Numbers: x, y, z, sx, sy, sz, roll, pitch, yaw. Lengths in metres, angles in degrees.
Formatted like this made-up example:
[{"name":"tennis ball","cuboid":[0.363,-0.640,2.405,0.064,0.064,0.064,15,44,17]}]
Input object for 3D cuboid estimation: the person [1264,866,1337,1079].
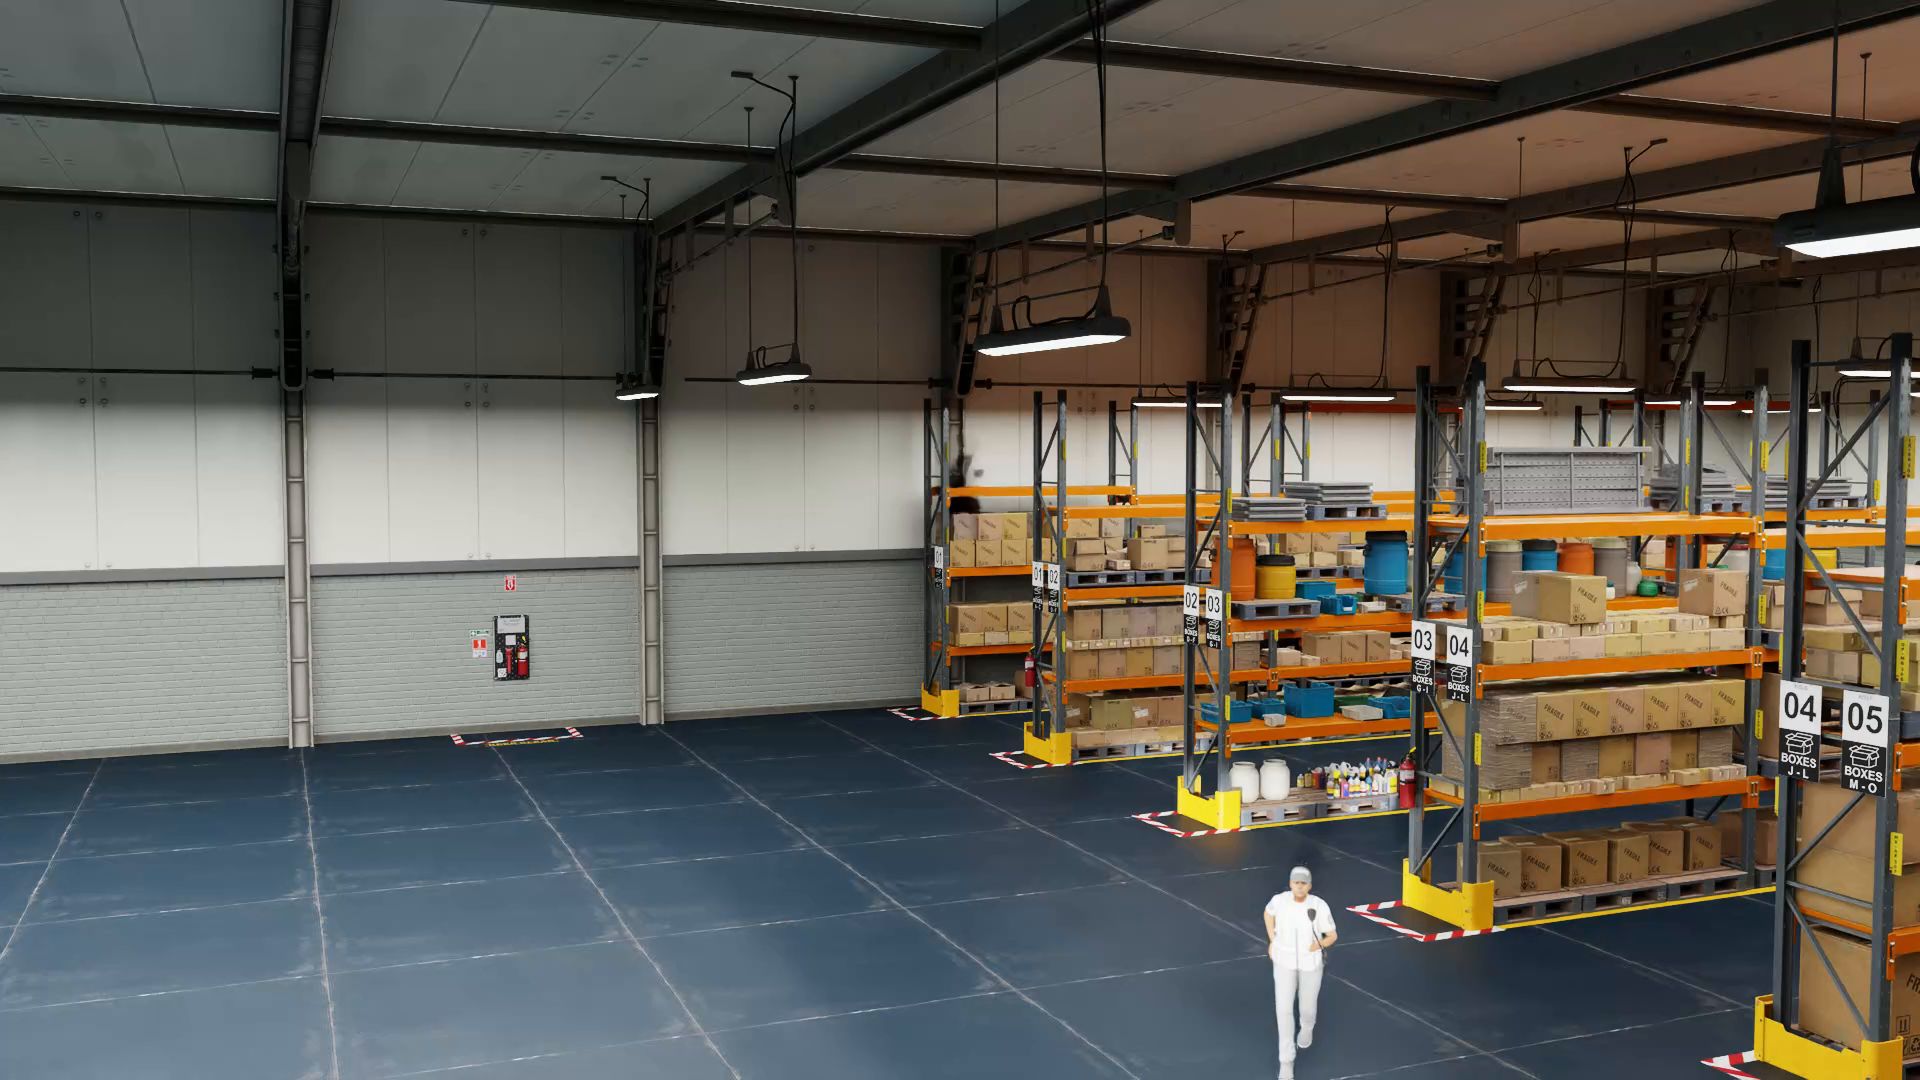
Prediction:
[{"name":"person","cuboid":[2.800,3.520,13.724,0.605,1.687,0.927,1,3,14]}]
